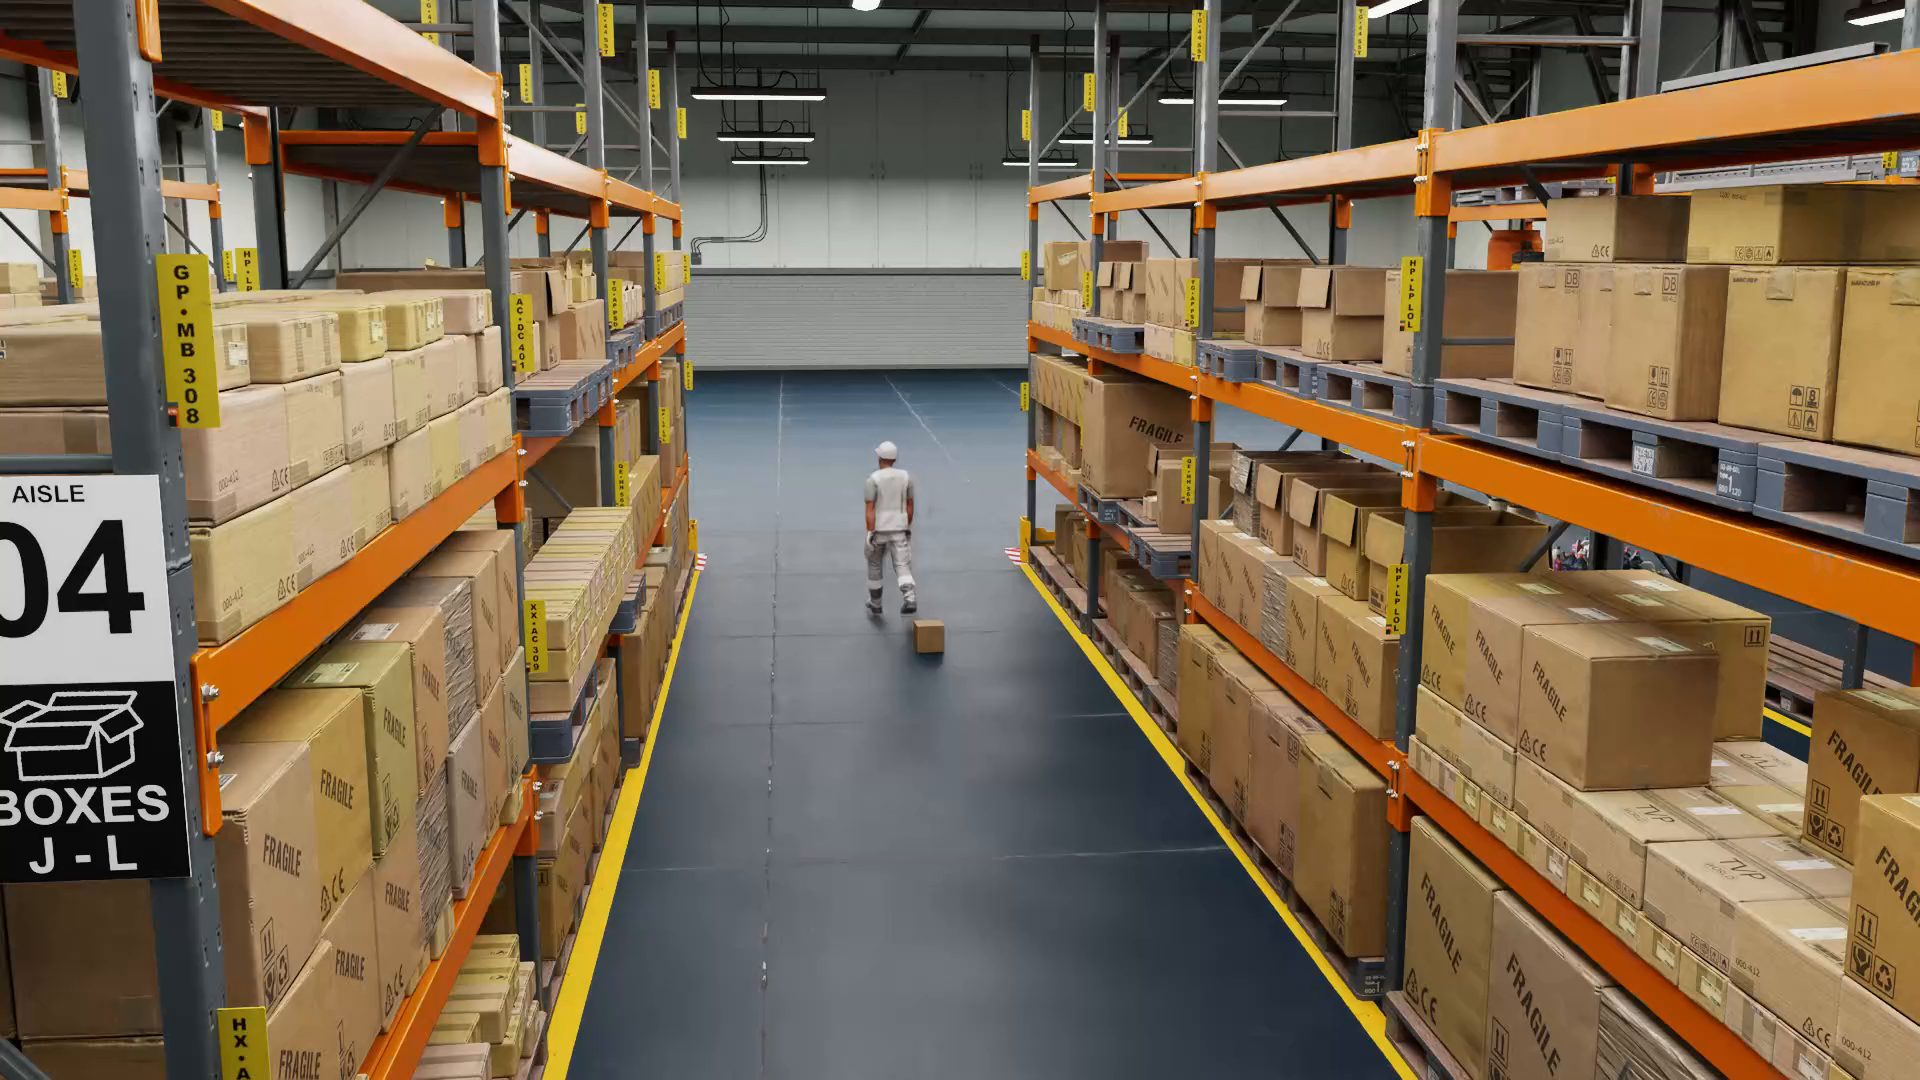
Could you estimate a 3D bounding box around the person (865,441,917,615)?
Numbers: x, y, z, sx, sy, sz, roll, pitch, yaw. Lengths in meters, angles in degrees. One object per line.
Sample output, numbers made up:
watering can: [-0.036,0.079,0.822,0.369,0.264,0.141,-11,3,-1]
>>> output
person: [-0.692,-0.094,16.400,0.527,1.753,1.032,-3,10,-19]
